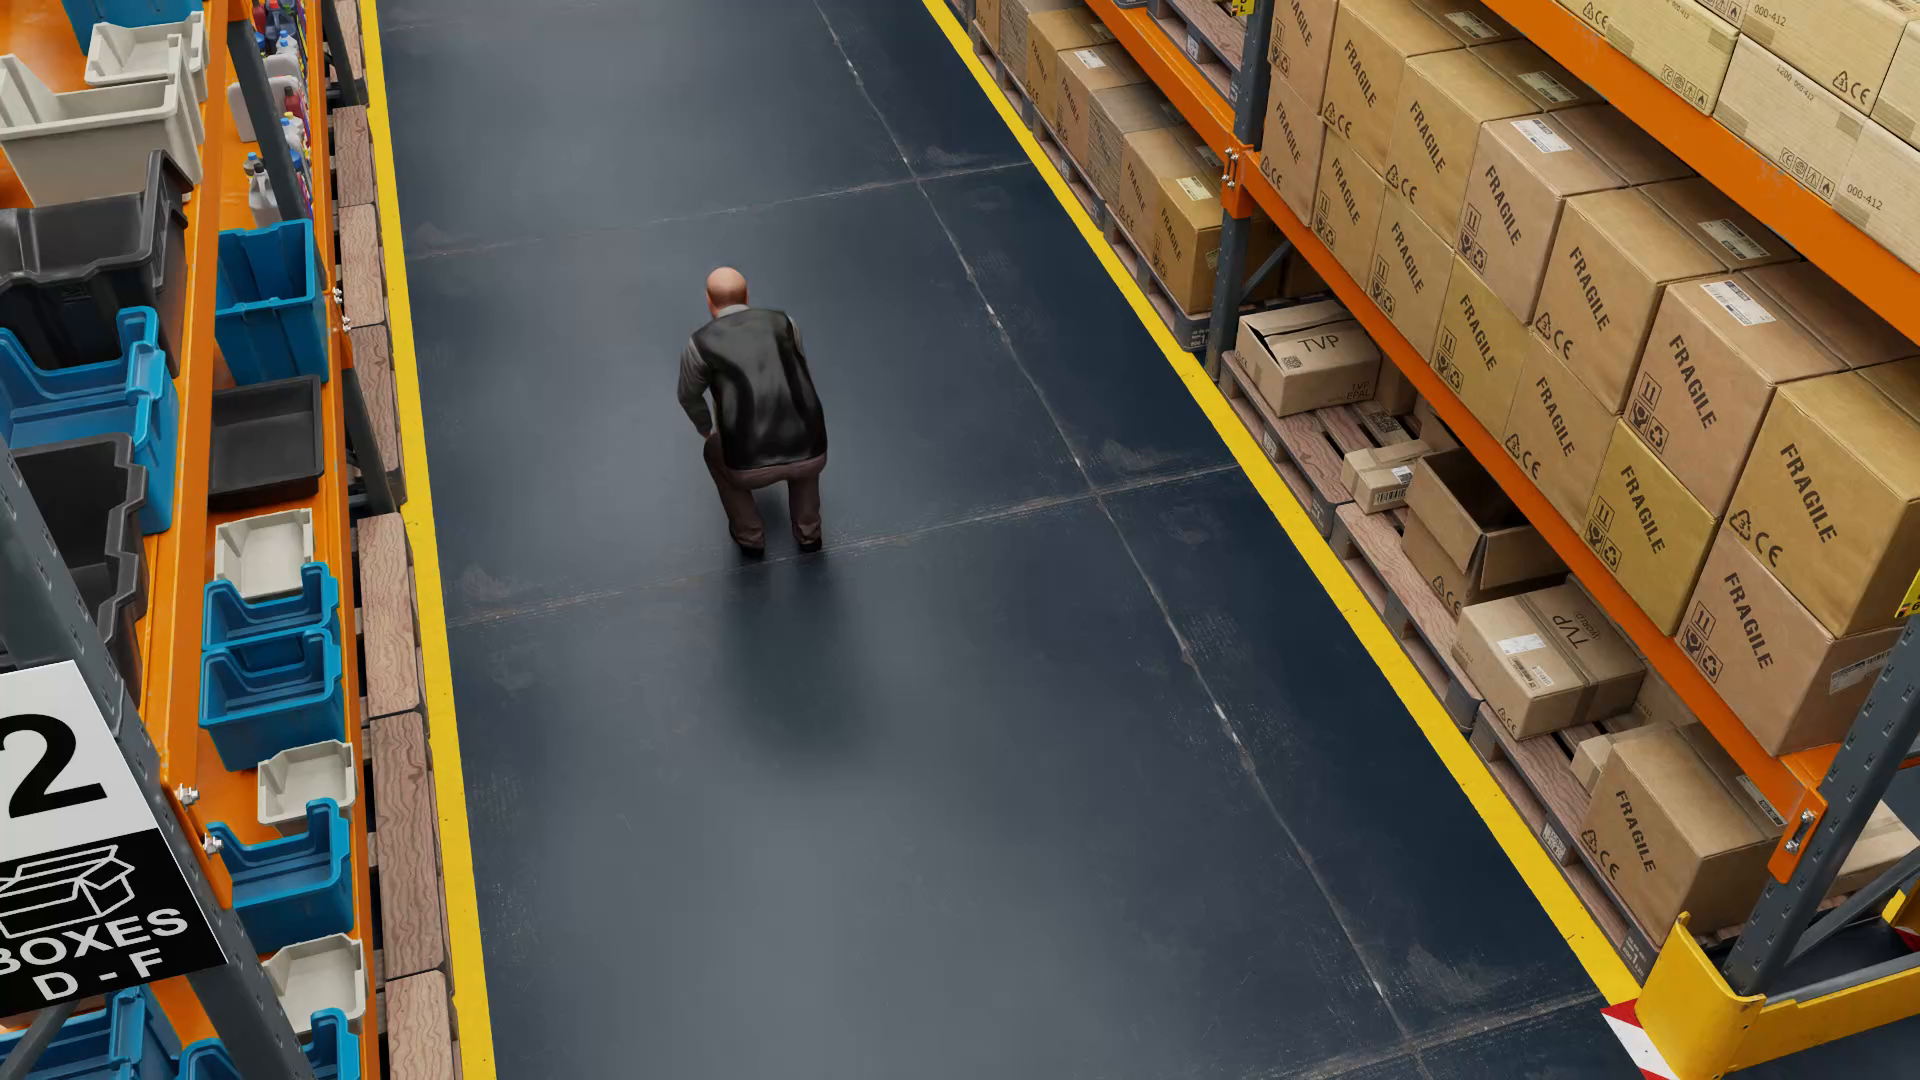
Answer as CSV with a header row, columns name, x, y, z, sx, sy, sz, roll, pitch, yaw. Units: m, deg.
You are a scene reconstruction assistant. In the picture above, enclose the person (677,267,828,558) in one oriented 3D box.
name,x,y,z,sx,sy,sz,roll,pitch,yaw
person,-0.880,-0.483,7.110,0.579,1.198,0.797,-12,43,-13
